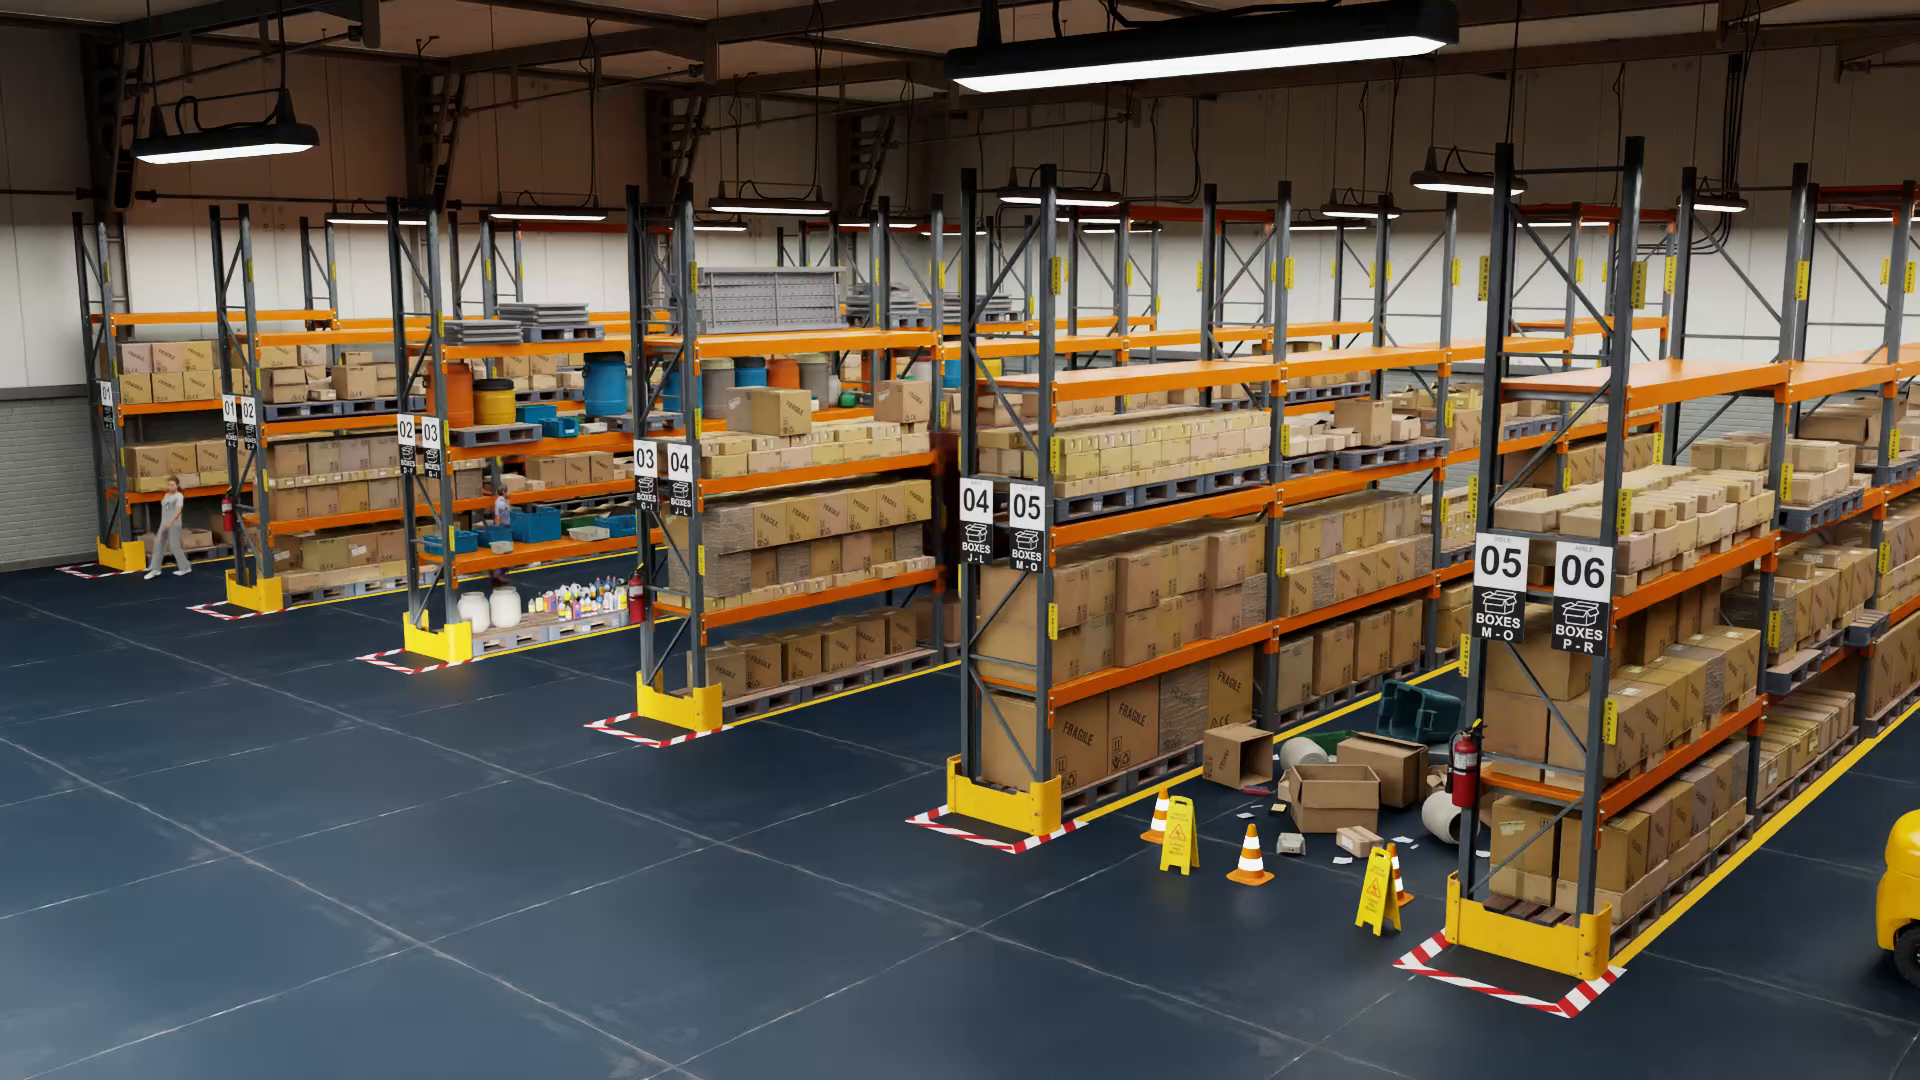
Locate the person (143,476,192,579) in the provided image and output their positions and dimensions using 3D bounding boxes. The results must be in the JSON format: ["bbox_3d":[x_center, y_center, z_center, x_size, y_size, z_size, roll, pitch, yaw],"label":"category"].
[{"bbox_3d":[-13.174,-0.207,27.556,0.465,1.663,0.740,5,11,27],"label":"person"}]

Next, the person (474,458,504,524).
[{"bbox_3d":[-9.046,-0.917,31.712,0.569,1.722,0.752,6,11,31],"label":"person"}]

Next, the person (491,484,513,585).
[{"bbox_3d":[-7.389,-0.080,26.778,0.464,1.637,0.546,-8,12,-40],"label":"person"}]
